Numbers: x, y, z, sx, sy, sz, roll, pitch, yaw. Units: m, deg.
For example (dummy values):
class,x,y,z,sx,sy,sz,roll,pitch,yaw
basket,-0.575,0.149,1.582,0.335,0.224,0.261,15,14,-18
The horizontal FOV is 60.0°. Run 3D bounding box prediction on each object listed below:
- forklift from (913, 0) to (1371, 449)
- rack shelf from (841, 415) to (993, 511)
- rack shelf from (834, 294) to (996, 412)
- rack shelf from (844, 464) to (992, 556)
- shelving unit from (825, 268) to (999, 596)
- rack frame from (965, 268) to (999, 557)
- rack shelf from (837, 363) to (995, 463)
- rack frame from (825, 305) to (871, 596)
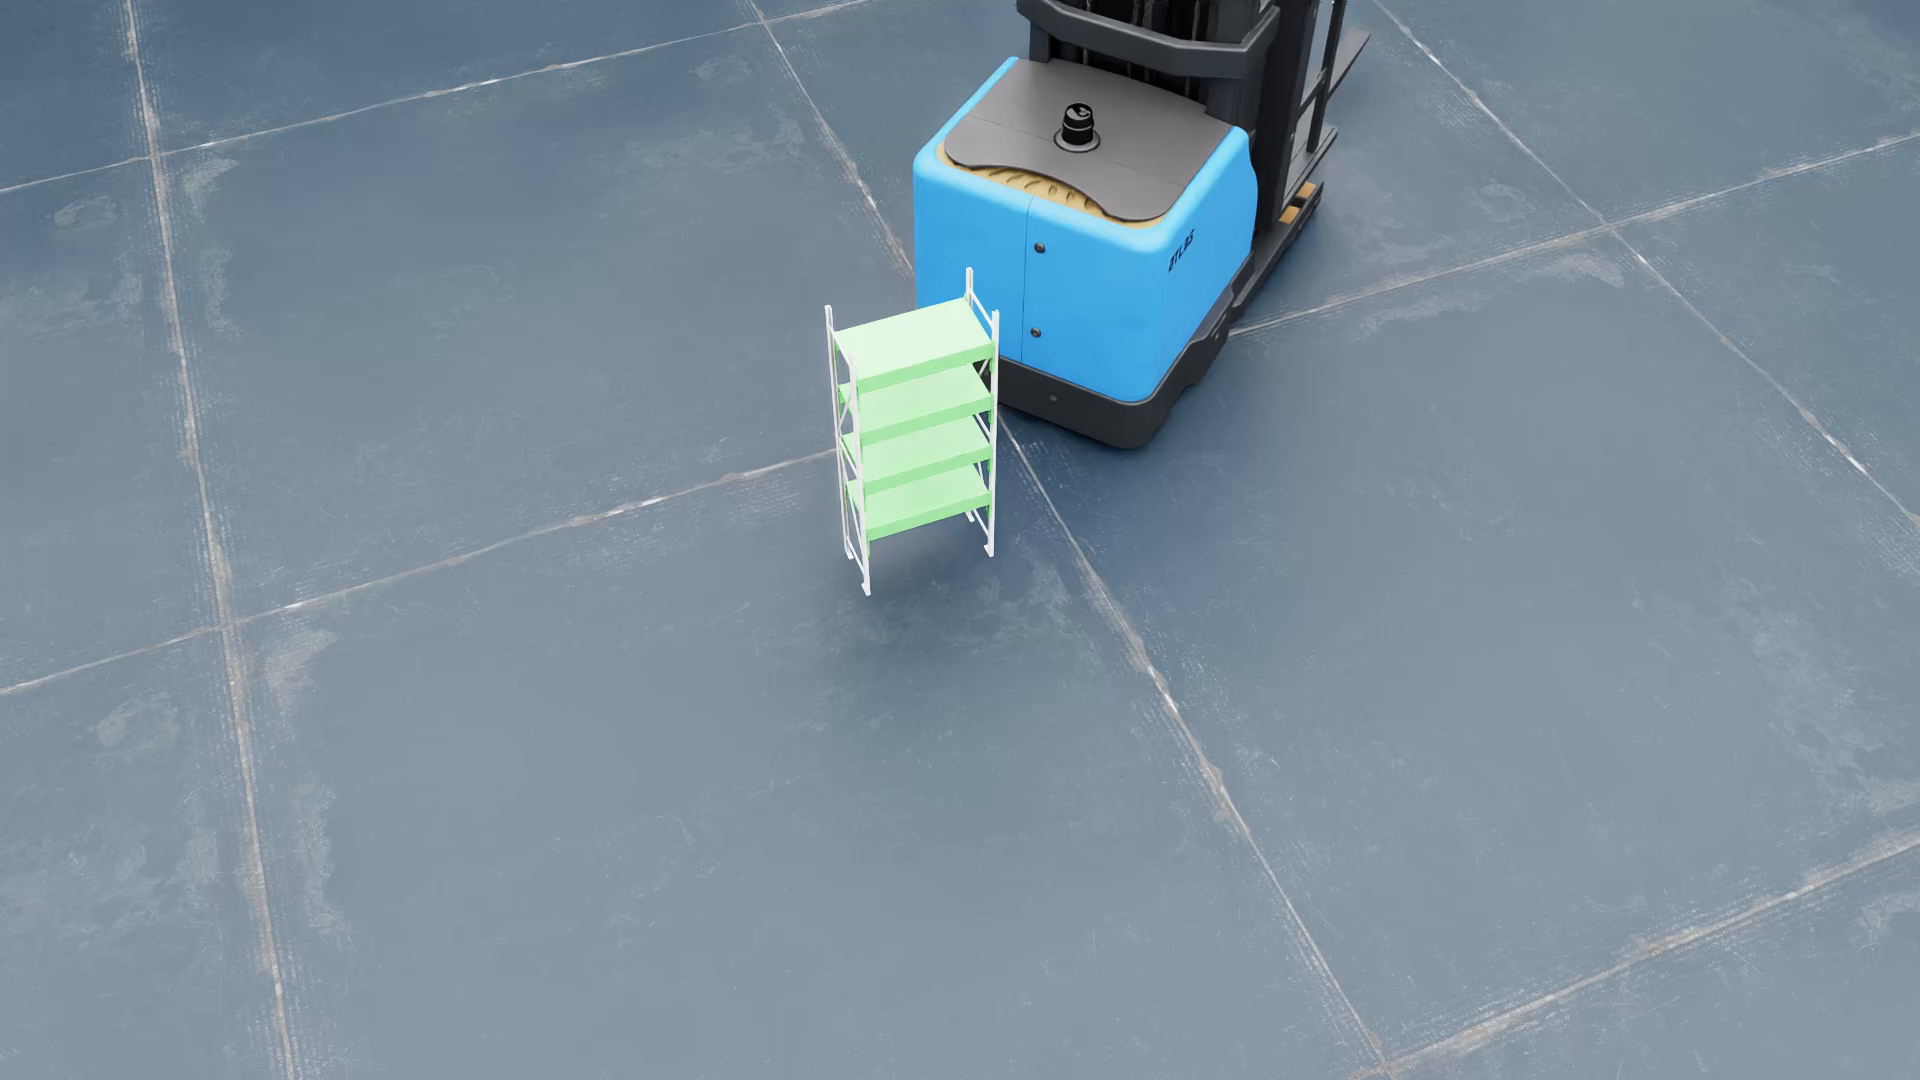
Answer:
class,x,y,z,sx,sy,sz,roll,pitch,yaw
forklift,0.972,-2.429,6.404,1.130,2.935,3.031,23,53,19
rack shelf,-0.153,-0.302,5.803,0.480,0.148,0.258,-17,52,-14
rack shelf,-0.153,-0.615,5.438,0.480,0.148,0.258,-17,52,-14
rack shelf,-0.153,-0.145,5.985,0.480,0.148,0.258,-17,52,-14
shelving unit,-0.153,-0.343,5.754,0.503,1.200,0.258,-17,52,-14
rack frame,0.073,-0.413,5.814,0.015,1.200,0.240,-17,52,-14
rack shelf,-0.153,-0.458,5.620,0.480,0.148,0.258,-17,52,-14
rack frame,-0.379,-0.273,5.694,0.015,1.200,0.240,-17,52,-14
